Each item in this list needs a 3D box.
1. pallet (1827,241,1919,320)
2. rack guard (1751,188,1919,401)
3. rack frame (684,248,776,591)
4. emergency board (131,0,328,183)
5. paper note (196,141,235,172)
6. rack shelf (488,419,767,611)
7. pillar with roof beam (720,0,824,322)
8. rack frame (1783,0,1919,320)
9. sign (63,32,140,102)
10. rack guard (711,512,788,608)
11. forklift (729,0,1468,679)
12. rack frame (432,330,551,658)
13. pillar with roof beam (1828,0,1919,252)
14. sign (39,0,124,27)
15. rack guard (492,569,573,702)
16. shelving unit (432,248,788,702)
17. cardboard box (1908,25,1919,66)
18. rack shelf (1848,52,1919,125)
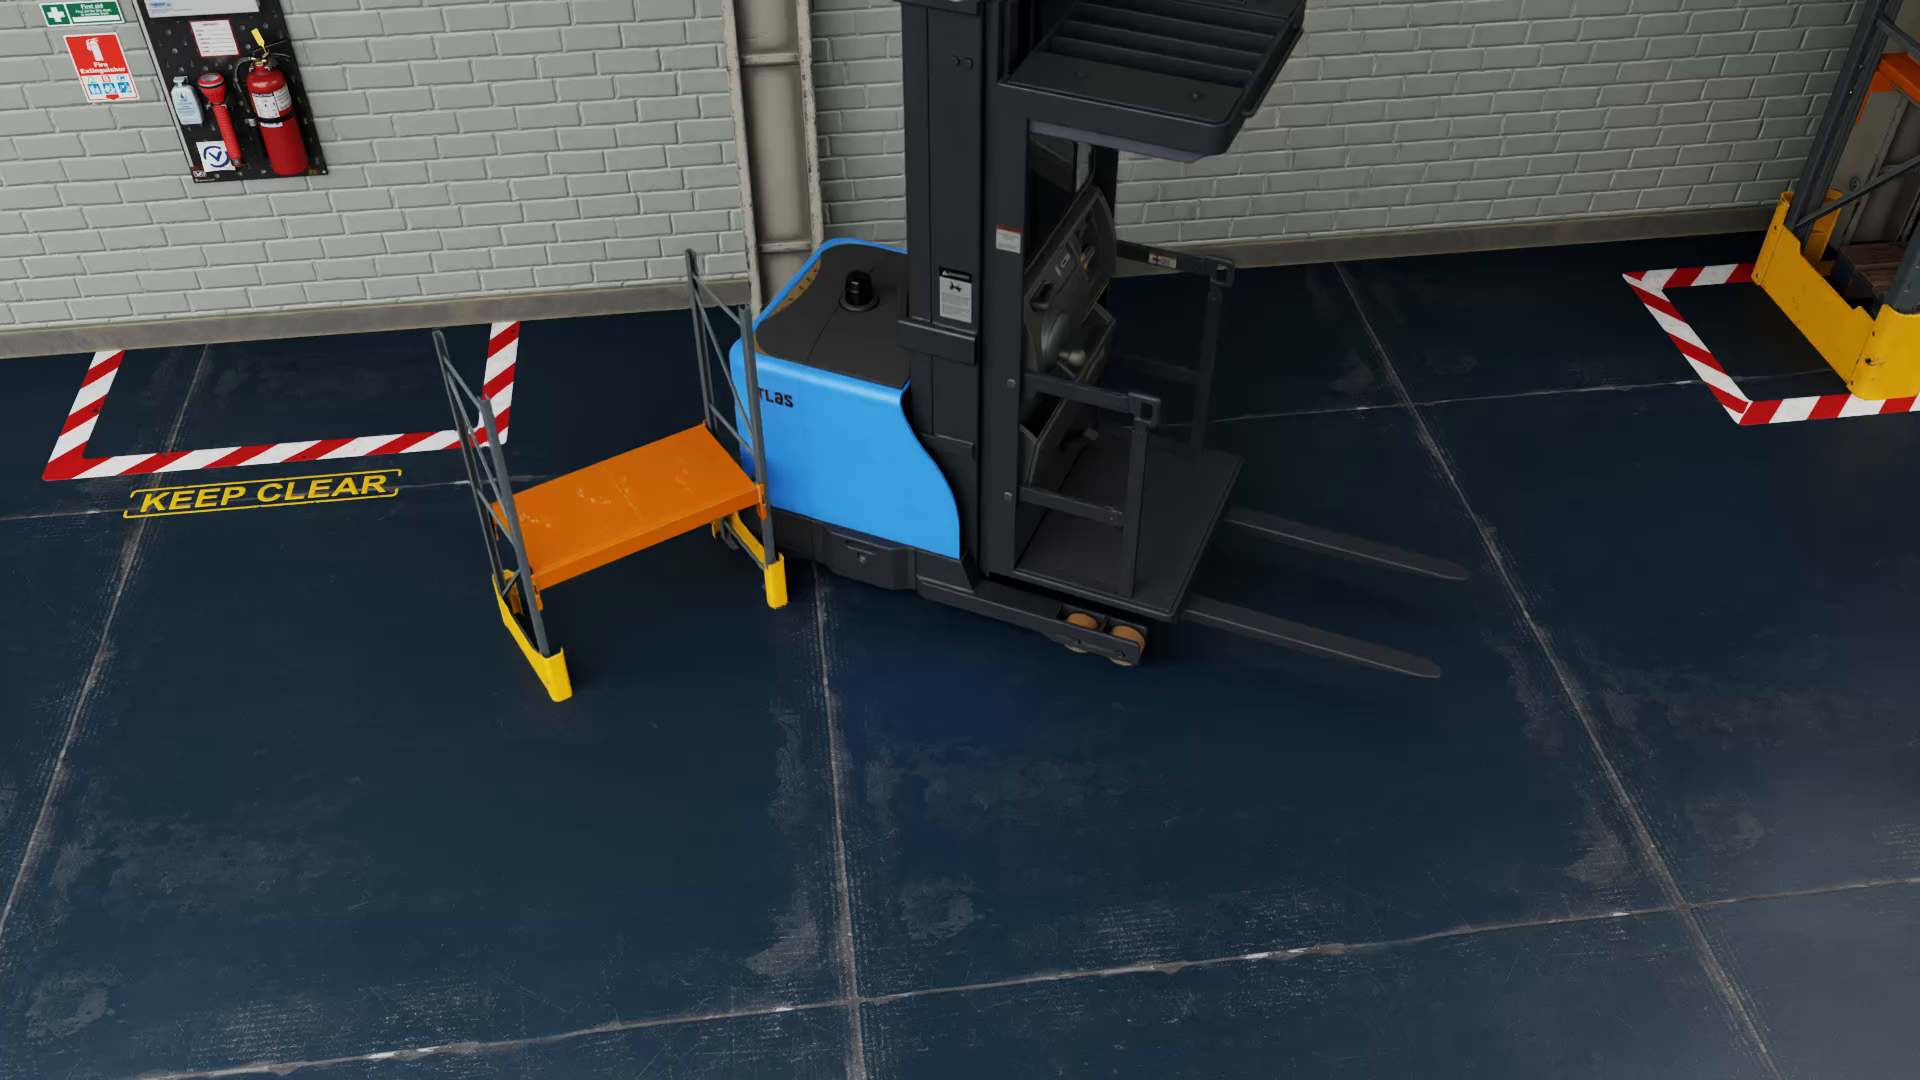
[{"bbox_3d":[5.355,-1.214,8.654,1.213,0.211,1.003,-5,42,-6],"label":"pallet"},{"bbox_3d":[4.544,-1.274,8.505,0.348,0.500,1.175,-5,42,-6],"label":"rack guard"},{"bbox_3d":[-0.927,-0.439,6.832,0.032,1.500,0.500,-24,47,-24],"label":"rack frame"},{"bbox_3d":[-3.354,-2.121,7.577,0.643,1.169,0.194,-5,42,-6],"label":"emergency board"},{"bbox_3d":[-3.538,-1.824,7.906,0.142,0.148,0.016,-5,42,-6],"label":"paper note"},{"bbox_3d":[-1.353,-0.119,6.746,1.000,0.185,0.538,-24,47,-24],"label":"rack shelf"},{"bbox_3d":[-0.340,-1.679,2.608,0.400,9.000,9.100,-5,42,-6],"label":"pillar with roof beam"},{"bbox_3d":[4.469,-2.196,7.660,0.127,3.000,1.000,-5,42,-6],"label":"rack frame"},{"bbox_3d":[-3.915,-2.155,7.588,0.234,0.329,0.001,-5,42,-6],"label":"sign"},{"bbox_3d":[-0.928,0.026,7.250,0.087,0.250,0.587,-24,47,-24],"label":"rack guard"},{"bbox_3d":[0.612,-0.976,6.358,3.031,2.935,1.130,16,44,17],"label":"forklift"},{"bbox_3d":[-1.779,-0.067,6.420,0.032,1.500,0.500,-24,47,-24],"label":"rack frame"},{"bbox_3d":[5.609,-2.200,3.185,0.400,9.000,9.100,-5,42,-6],"label":"pillar with roof beam"},{"bbox_3d":[-3.910,-2.346,7.404,0.331,0.109,0.001,-5,42,-6],"label":"sign"},{"bbox_3d":[-1.763,0.390,6.846,0.087,0.250,0.587,-24,47,-24],"label":"rack guard"},{"bbox_3d":[-1.346,-0.256,6.629,1.083,1.500,0.587,-24,47,-24],"label":"shelving unit"},{"bbox_3d":[4.907,-2.317,7.891,0.500,0.250,0.500,-4,42,-5],"label":"cardboard box"},{"bbox_3d":[6.452,-2.102,8.094,4.000,0.370,1.077,-5,42,-6],"label":"rack shelf"}]
